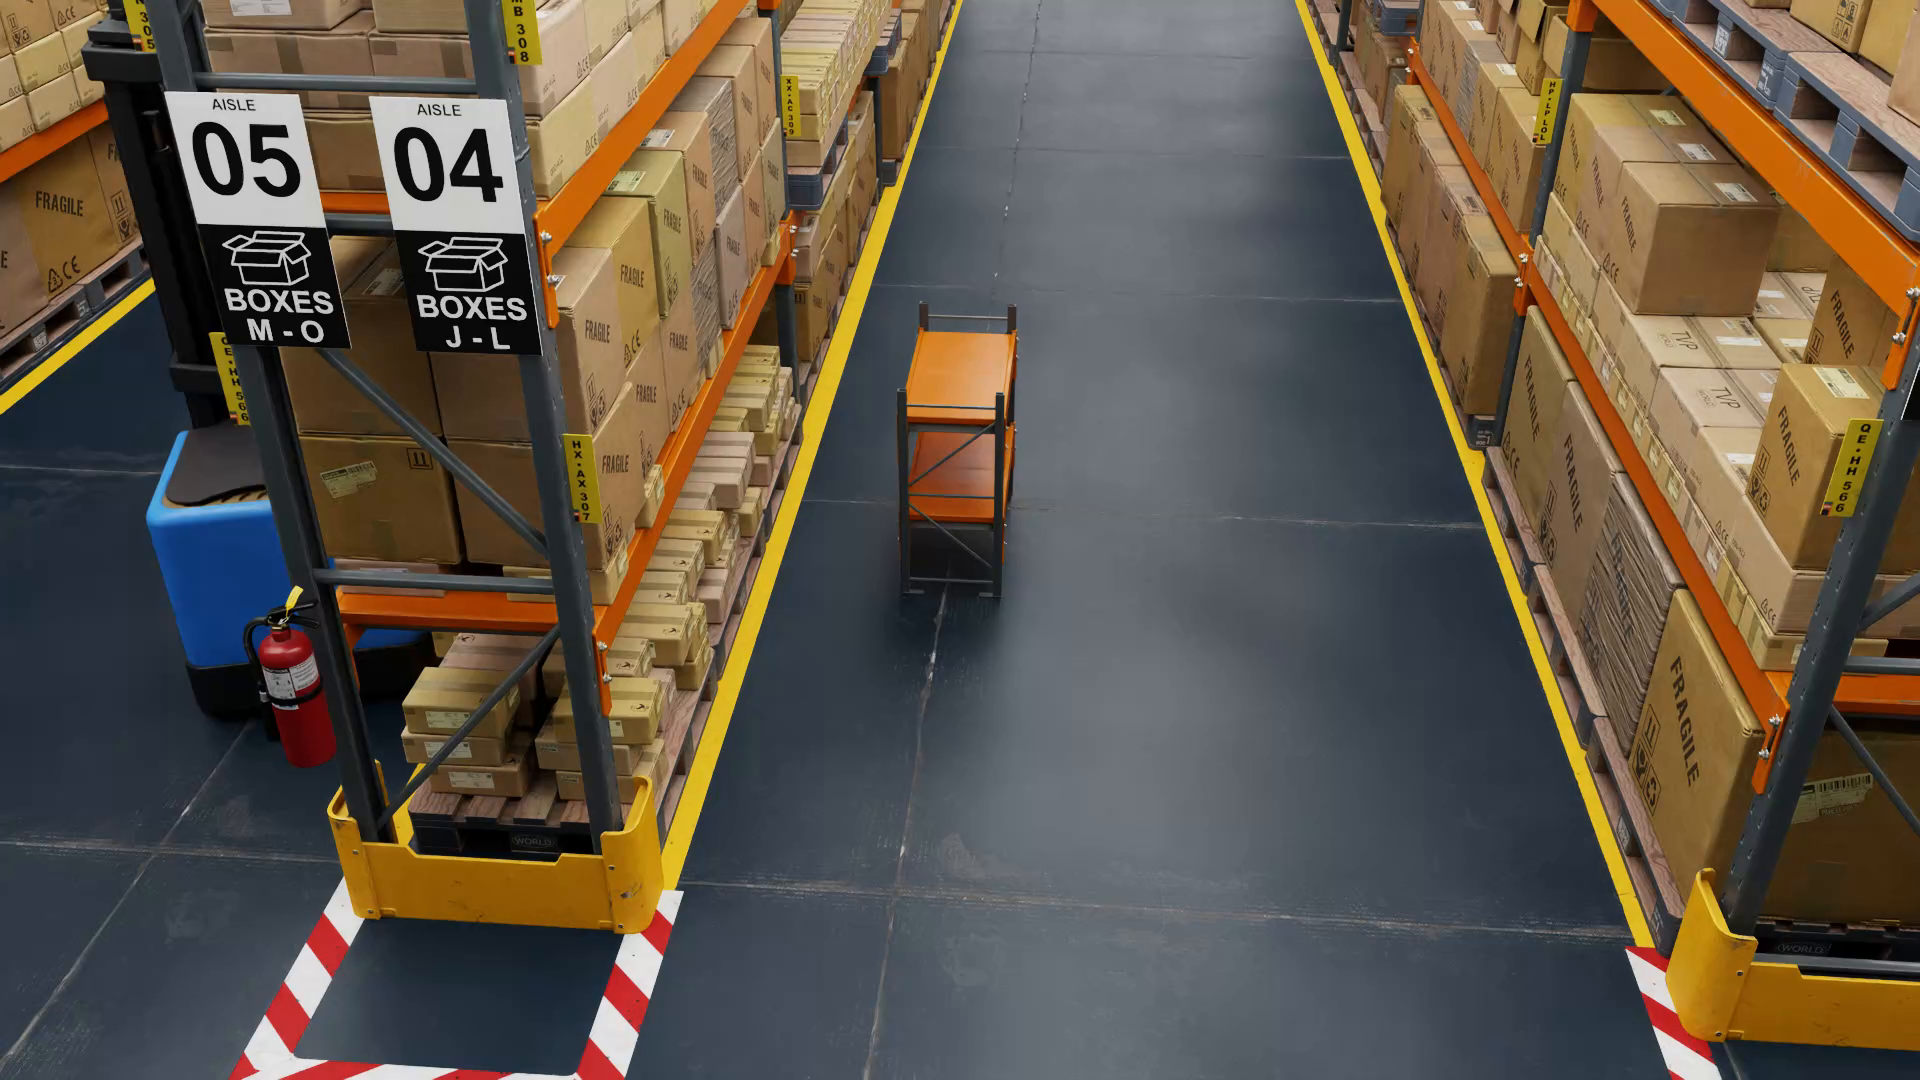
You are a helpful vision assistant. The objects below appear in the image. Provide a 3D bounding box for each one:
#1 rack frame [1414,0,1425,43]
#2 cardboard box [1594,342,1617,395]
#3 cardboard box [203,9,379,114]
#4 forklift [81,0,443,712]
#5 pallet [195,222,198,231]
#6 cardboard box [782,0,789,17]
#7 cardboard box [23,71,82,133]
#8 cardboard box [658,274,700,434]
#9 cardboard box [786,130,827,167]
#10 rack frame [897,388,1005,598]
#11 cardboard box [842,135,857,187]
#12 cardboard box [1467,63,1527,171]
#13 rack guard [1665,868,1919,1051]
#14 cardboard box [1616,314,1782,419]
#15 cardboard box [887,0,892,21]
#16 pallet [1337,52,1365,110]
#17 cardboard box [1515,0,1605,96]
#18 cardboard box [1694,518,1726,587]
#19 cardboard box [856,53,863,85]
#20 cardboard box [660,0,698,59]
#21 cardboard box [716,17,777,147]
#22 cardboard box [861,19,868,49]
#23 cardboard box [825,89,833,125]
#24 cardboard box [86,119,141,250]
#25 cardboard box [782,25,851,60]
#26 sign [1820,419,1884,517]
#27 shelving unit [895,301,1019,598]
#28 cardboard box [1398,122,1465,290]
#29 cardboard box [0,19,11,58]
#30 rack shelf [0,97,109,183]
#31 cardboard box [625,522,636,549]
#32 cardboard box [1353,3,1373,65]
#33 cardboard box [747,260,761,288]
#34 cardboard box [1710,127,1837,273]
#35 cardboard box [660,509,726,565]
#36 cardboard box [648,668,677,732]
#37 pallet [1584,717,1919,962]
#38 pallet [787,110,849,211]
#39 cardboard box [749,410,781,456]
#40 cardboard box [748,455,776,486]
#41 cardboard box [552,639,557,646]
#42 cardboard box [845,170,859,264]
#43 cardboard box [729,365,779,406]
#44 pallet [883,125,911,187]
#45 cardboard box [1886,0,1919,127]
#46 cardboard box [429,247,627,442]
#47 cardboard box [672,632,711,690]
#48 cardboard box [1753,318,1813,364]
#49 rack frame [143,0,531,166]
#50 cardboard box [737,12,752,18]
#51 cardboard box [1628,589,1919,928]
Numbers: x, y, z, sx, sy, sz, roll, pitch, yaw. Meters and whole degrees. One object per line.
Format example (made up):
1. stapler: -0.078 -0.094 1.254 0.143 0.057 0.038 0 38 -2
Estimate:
1. rack frame: 3.823 -3.769 12.008 1.000 3.000 0.127 2 32 4
2. cardboard box: 3.036 -0.753 7.352 0.380 0.149 0.250 3 32 5
3. cardboard box: -1.980 -1.529 5.179 0.500 0.250 0.500 2 32 2
4. forklift: -3.191 -1.246 7.978 1.130 2.935 3.031 -6 32 -10
5. pallet: -6.194 -2.597 12.762 1.003 0.211 1.213 2 32 4
6. cardboard box: -1.391 -3.707 11.462 0.380 0.149 0.250 2 32 2
7. cardboard box: -5.983 -2.794 10.568 0.500 0.250 0.500 2 32 4
8. cardboard box: -1.381 -0.780 6.777 0.500 0.500 0.500 3 32 5
9. cardboard box: -0.948 -2.201 9.301 0.380 0.149 0.250 1 32 2
10. rack frame: -0.042 -0.210 8.018 0.500 1.125 0.032 2 32 4
11. cardboard box: -0.994 -2.570 11.328 0.500 0.250 0.500 3 32 5
12. cardboard box: 3.346 -2.509 9.866 0.500 0.500 0.500 2 32 3
13. rack guard: 3.169 1.490 5.855 1.175 0.500 0.348 2 32 4
14. cardboard box: 3.068 -0.718 6.915 0.500 0.250 0.500 3 32 4
15. cardboard box: -0.695 -3.828 11.942 0.380 0.149 0.250 3 32 5
16. pallet: 4.086 -4.267 15.472 1.003 0.211 1.213 2 32 4
17. cardboard box: 3.608 -2.840 9.448 0.797 0.503 0.637 3 32 5
18. cardboard box: 2.913 0.053 6.045 0.380 0.149 0.250 3 32 4
19. cardboard box: -0.823 -3.015 10.623 0.380 0.149 0.250 1 32 2
20. cardboard box: -1.344 -2.102 6.586 0.500 0.250 0.500 2 32 4
21. cardboard box: -1.207 -2.280 8.259 0.500 0.500 0.500 1 32 2
22. cardboard box: -0.802 -3.280 10.769 0.380 0.149 0.250 3 32 5
23. cardboard box: -0.929 -2.463 9.443 0.380 0.149 0.250 2 32 3
24. cardboard box: -6.270 -2.643 11.805 0.875 0.875 0.875 3 32 5
25. cardboard box: -0.865 -2.998 10.028 0.380 0.149 0.250 2 32 4
26. sign: 2.632 -0.210 4.903 0.100 0.325 0.005 2 32 4
27. shelving unit: -0.001 -0.475 8.449 0.538 1.125 1.048 2 32 4
28. cardboard box: 3.665 -2.218 11.115 1.225 0.875 0.875 3 32 4
29. cardboard box: -6.044 -3.054 9.799 0.500 0.500 0.500 2 32 4
30. rack shelf: -6.217 -2.841 11.186 1.077 0.370 4.000 2 32 4
31. cardboard box: -1.431 -0.034 6.186 0.380 0.149 0.250 4 32 6
32. cardboard box: 4.077 -4.664 15.422 0.700 0.500 0.500 0 32 0
33. cardboard box: -1.222 -1.400 8.402 0.380 0.149 0.250 4 32 6
34. cardboard box: 3.681 -1.546 7.545 0.500 0.500 0.500 3 32 4
35. cardboard box: -1.295 -0.018 7.670 0.380 0.149 0.250 3 32 5
36. cardboard box: -1.387 0.653 6.864 0.380 0.149 0.250 2 32 4
37. pallet: 3.158 1.179 6.635 1.003 0.211 1.213 2 32 4
38. pallet: -1.231 -2.254 9.732 1.003 0.211 1.213 2 32 4
39. cardboard box: -1.161 -0.573 8.854 0.380 0.149 0.250 1 32 2
40. cardboard box: -1.192 -0.415 8.881 0.380 0.149 0.250 1 32 2
41. cardboard box: -1.840 0.361 7.338 0.380 0.149 0.250 2 32 3
42. cardboard box: -0.978 -2.245 11.516 0.500 0.500 0.500 1 32 2
43. cardboard box: -1.189 -0.829 8.985 0.380 0.149 0.250 3 32 5
44. pallet: -0.973 -3.256 13.832 1.003 0.211 1.213 2 32 4
45. cardboard box: 3.160 -1.401 4.715 0.700 0.500 0.500 1 32 1
46. cardboard box: -1.463 -0.669 5.645 0.500 0.500 0.500 2 32 4
47. cardboard box: -1.319 0.524 7.358 0.380 0.149 0.250 3 32 5
48. cardboard box: 3.597 -0.696 6.880 0.500 0.250 0.500 2 32 3
49. rack frame: -1.764 -2.405 4.075 1.000 3.000 0.127 2 32 4
50. cardboard box: -1.493 -3.167 10.303 0.380 0.149 0.250 1 32 2
51. cardboard box: 3.144 0.801 6.215 0.875 0.875 0.875 2 32 4
